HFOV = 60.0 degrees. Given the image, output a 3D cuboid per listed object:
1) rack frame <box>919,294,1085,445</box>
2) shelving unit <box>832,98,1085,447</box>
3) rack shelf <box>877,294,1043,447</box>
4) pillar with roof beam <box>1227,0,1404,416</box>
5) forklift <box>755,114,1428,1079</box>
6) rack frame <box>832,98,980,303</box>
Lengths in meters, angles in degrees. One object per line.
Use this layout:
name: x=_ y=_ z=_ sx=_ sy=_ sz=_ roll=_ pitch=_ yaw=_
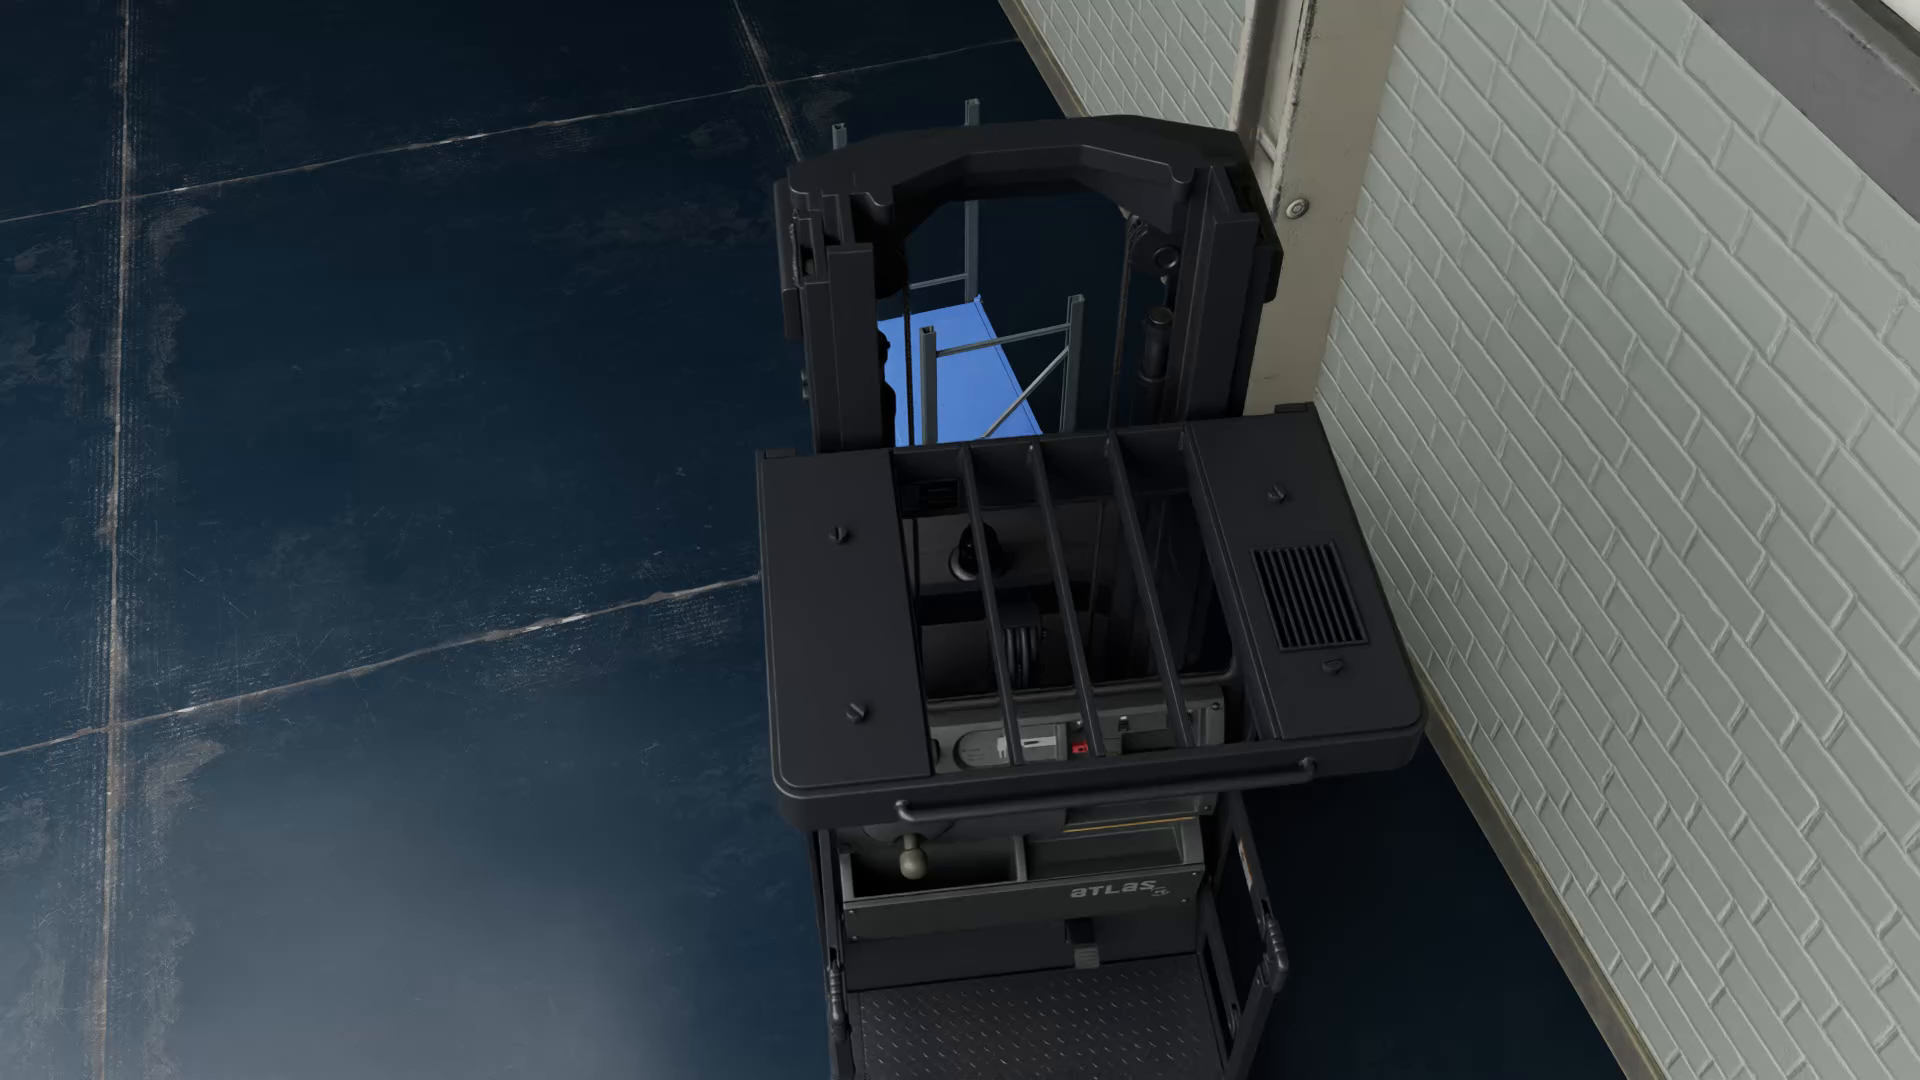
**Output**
rack frame: x=0.125 y=-0.174 z=5.416 sx=0.500 sy=1.500 sz=0.032 roll=-13 pitch=51 yaw=-11
shelving unit: x=-0.025 y=-0.546 z=5.729 sx=0.538 sy=1.500 sz=1.048 roll=-13 pitch=51 yaw=-11
rack shelf: x=-0.025 y=-0.430 z=5.867 sx=0.538 sy=0.185 sz=1.000 roll=-13 pitch=51 yaw=-11
pillar with roof beam: x=-3.031 y=-2.228 z=2.243 sx=9.100 sy=9.000 sz=0.400 roll=-13 pitch=51 yaw=-11
forklift: x=0.187 y=0.676 z=3.763 sx=1.130 sy=2.935 sz=3.031 roll=-5 pitch=50 yaw=-4
rack frame: x=-0.176 y=-0.917 z=6.042 sx=0.500 sy=1.500 sz=0.032 roll=-13 pitch=51 yaw=-11
